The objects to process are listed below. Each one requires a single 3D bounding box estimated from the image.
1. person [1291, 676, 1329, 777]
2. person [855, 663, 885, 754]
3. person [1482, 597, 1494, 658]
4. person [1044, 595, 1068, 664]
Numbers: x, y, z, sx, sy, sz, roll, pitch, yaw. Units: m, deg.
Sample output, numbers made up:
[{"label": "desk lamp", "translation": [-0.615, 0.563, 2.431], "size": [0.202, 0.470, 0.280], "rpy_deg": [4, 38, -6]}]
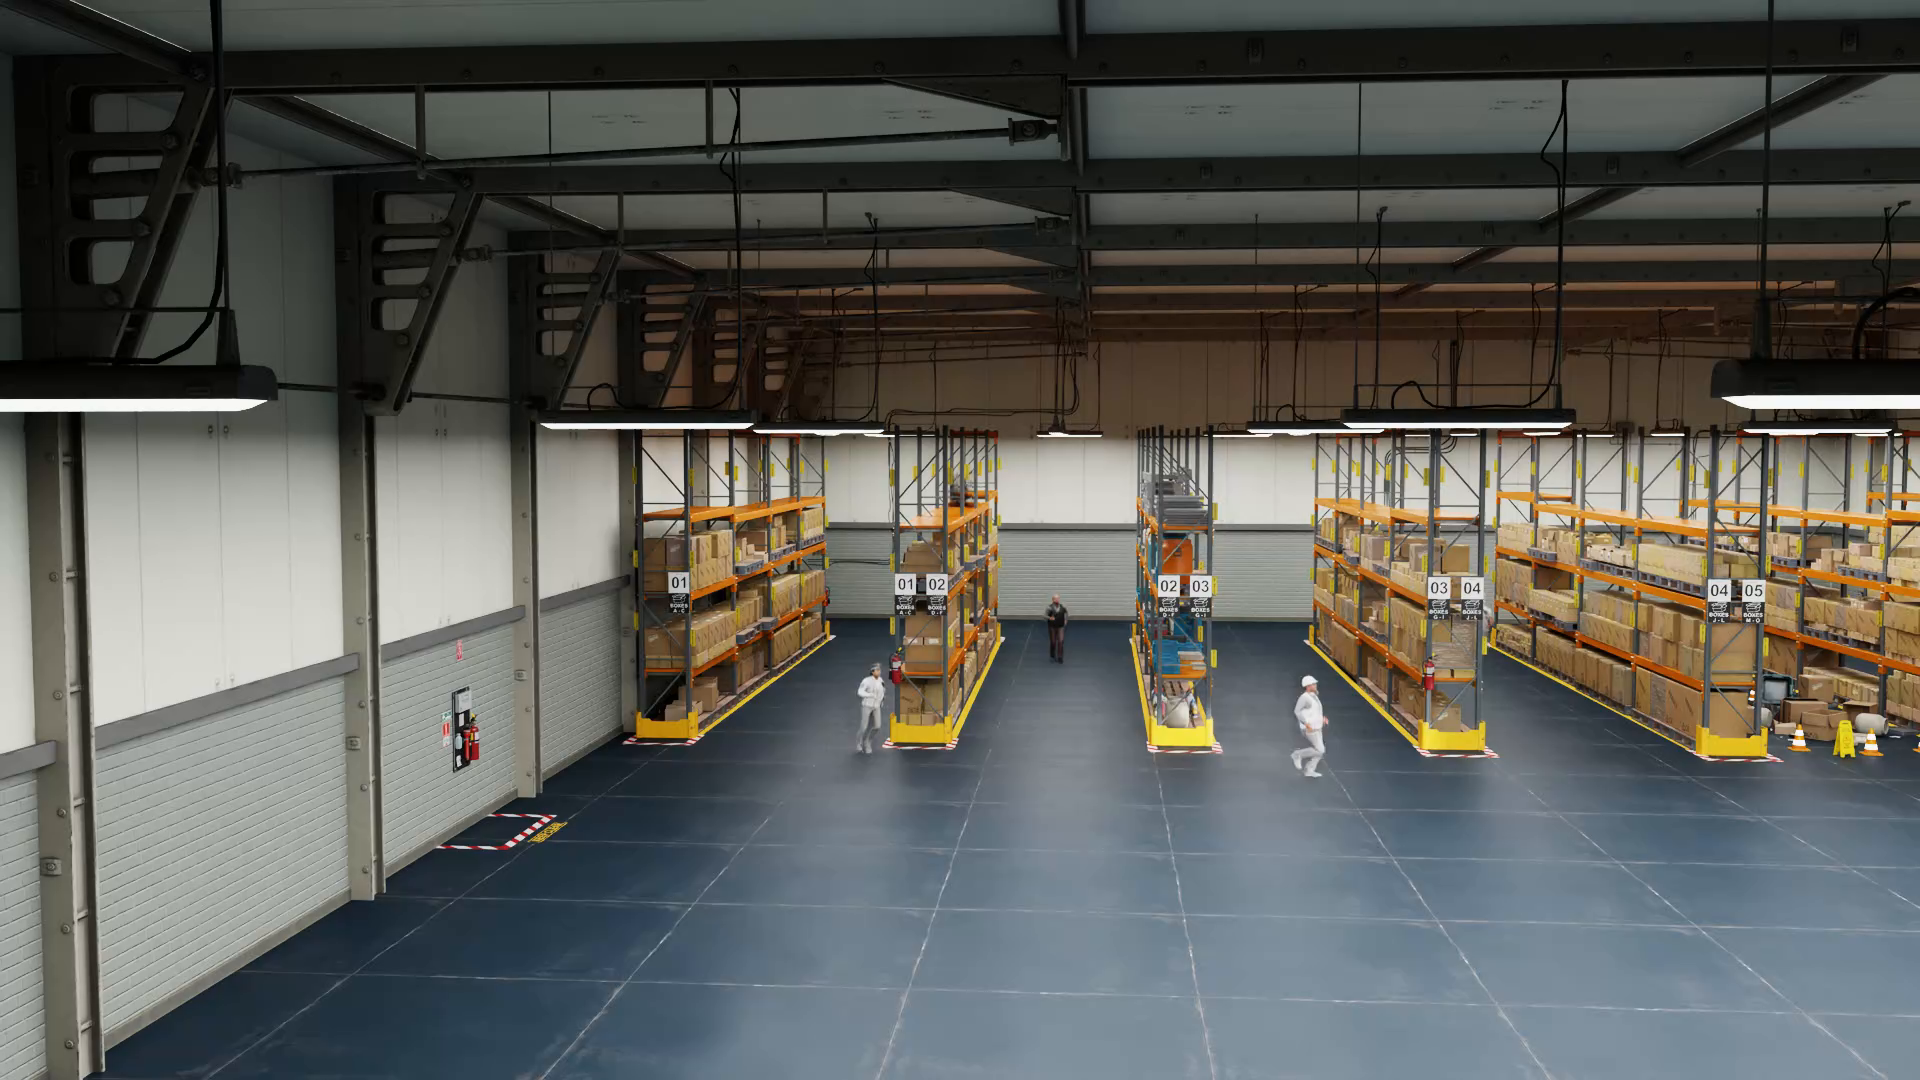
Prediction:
[{"label": "person", "translation": [5.949, 3.168, 28.214], "size": [0.583, 1.726, 0.658], "rpy_deg": [2, 4, 33]}, {"label": "person", "translation": [-1.621, 3.074, 30.415], "size": [0.528, 1.674, 0.633], "rpy_deg": [-2, 4, -25]}, {"label": "person", "translation": [13.294, 2.305, 42.478], "size": [0.657, 1.775, 0.719], "rpy_deg": [1, 4, 13]}, {"label": "person", "translation": [2.479, 2.277, 42.857], "size": [0.658, 1.737, 0.954], "rpy_deg": [0, 3, -6]}]
